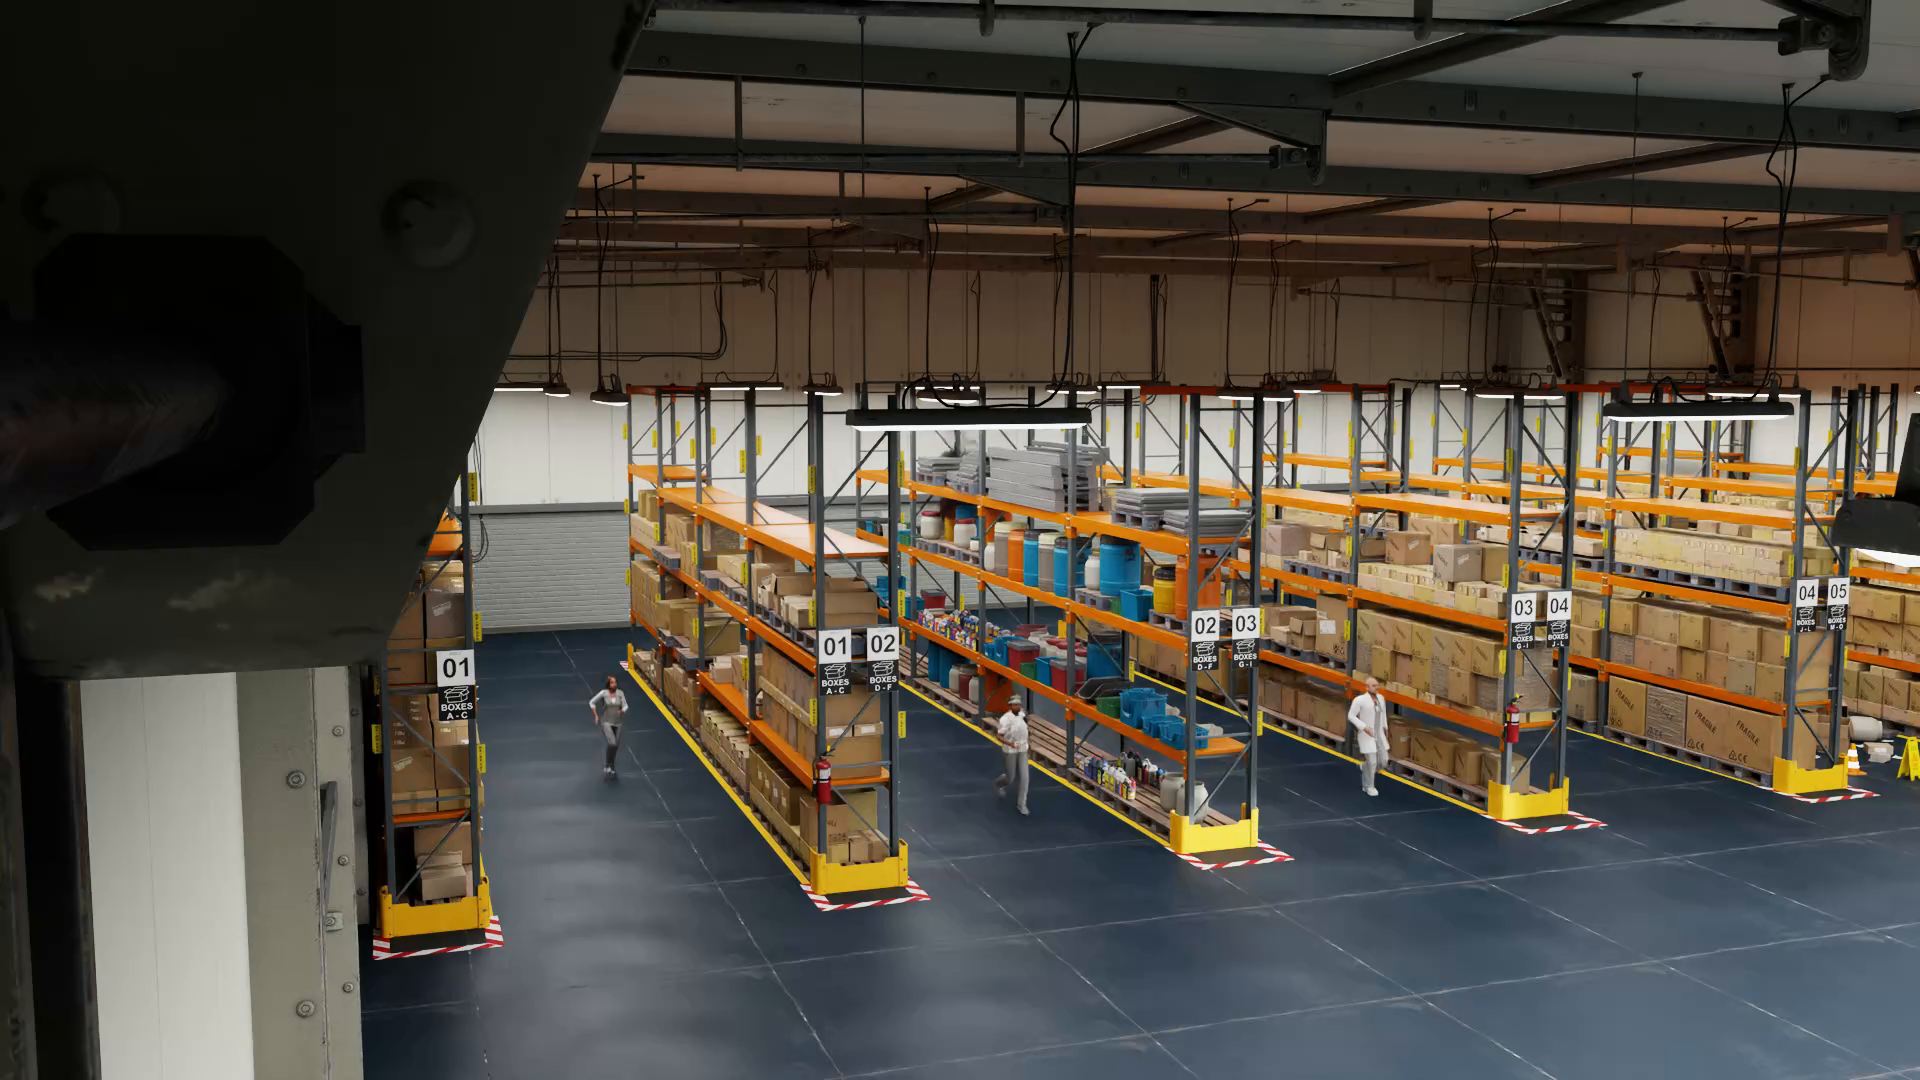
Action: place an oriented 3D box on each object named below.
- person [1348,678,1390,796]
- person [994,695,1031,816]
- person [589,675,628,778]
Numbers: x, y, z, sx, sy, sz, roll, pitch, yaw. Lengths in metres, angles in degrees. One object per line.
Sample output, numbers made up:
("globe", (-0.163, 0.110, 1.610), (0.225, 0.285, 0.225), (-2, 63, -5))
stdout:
("person", (6.088, 2.914, 24.751), (0.718, 1.743, 0.637), (-2, 6, -22))
("person", (0.775, 3.041, 23.893), (0.579, 1.700, 0.859), (-3, 7, -26))
("person", (-5.386, 2.881, 25.710), (0.520, 1.588, 0.625), (-4, 7, -34))
